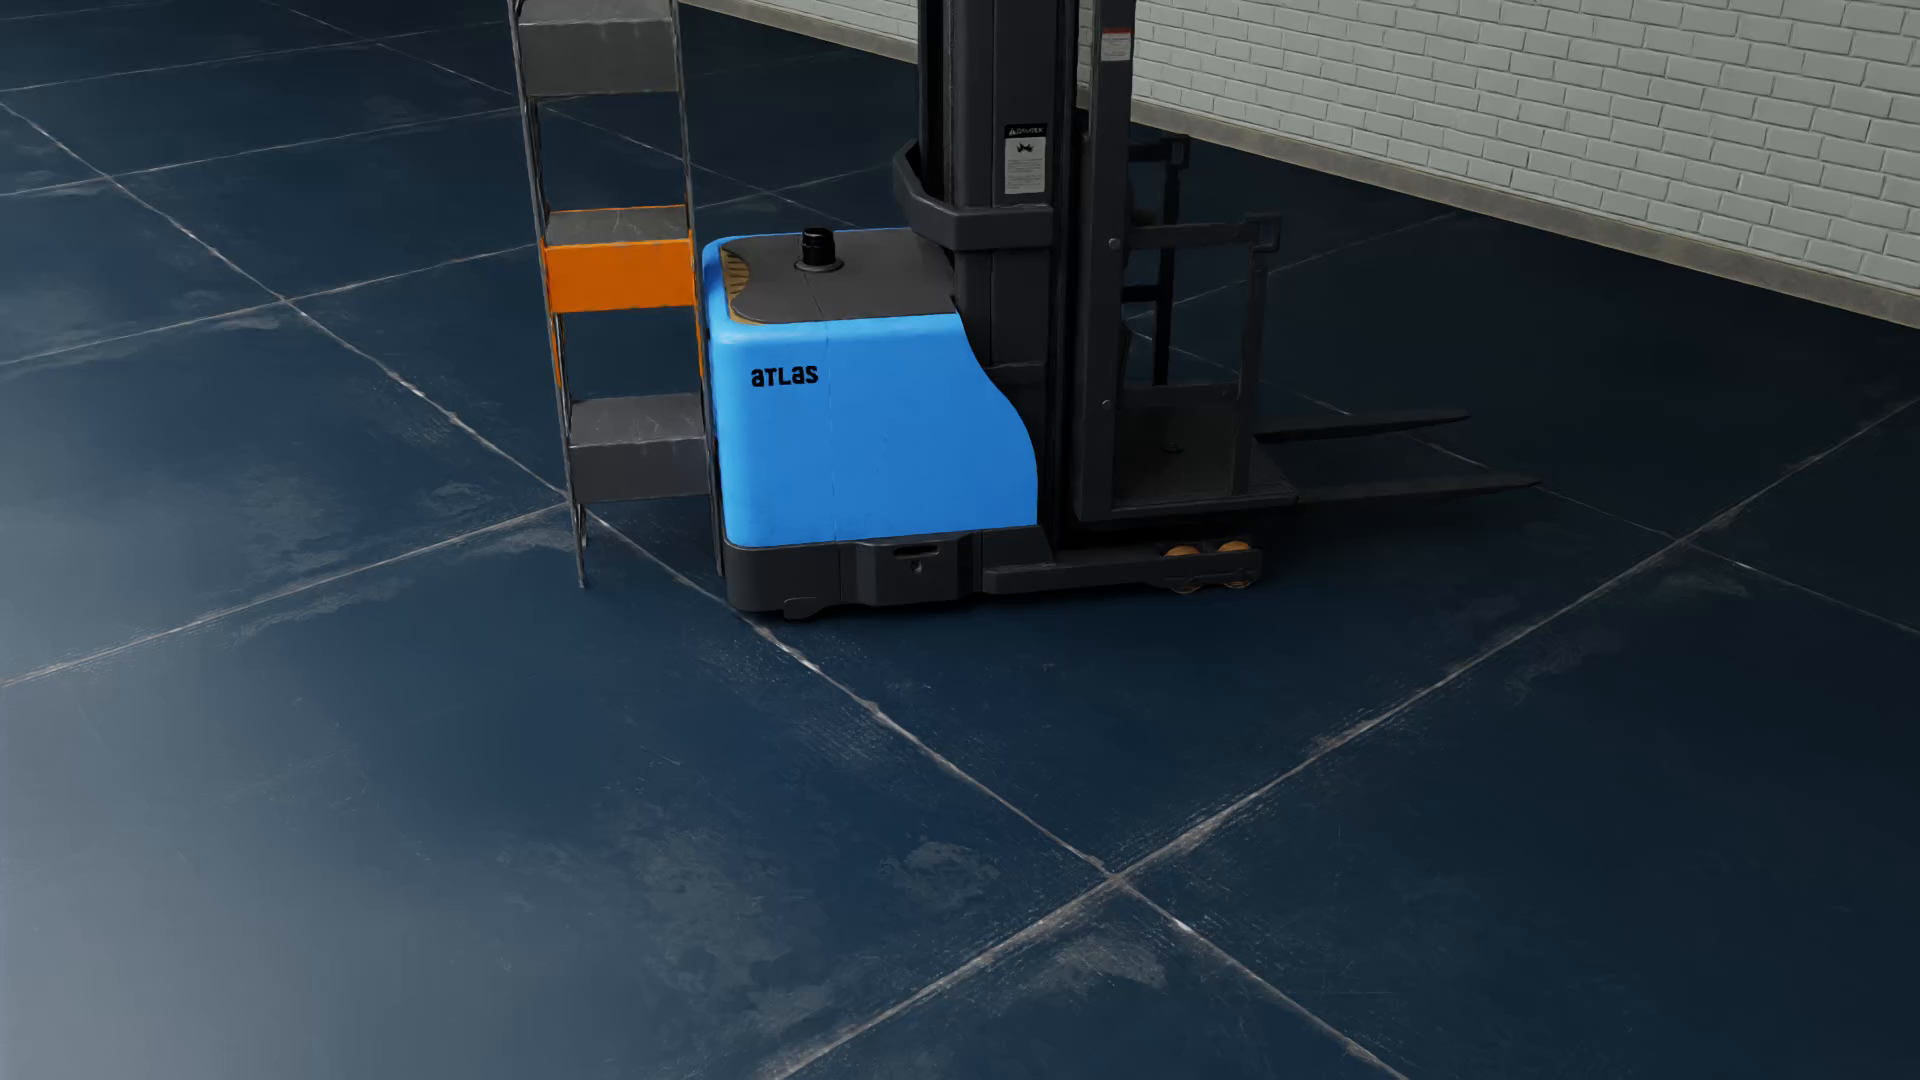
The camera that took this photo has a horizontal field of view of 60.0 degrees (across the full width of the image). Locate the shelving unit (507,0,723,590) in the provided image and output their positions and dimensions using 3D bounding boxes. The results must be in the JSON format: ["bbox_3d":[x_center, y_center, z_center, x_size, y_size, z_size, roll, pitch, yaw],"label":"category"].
[{"bbox_3d":[-1.139,-0.862,5.635,0.503,2.100,0.431,-5,28,-9],"label":"shelving unit"}]

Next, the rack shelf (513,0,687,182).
[{"bbox_3d":[-1.139,-1.467,5.312,0.480,0.518,0.431,-5,28,-9],"label":"rack shelf"}]

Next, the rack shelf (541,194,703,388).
[{"bbox_3d":[-1.139,-0.850,5.642,0.480,0.518,0.431,-5,28,-9],"label":"rack shelf"}]

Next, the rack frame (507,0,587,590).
[{"bbox_3d":[-1.379,-0.842,5.598,0.015,2.100,0.400,-5,28,-9],"label":"rack frame"}]

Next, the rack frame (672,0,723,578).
[{"bbox_3d":[-0.899,-0.882,5.673,0.015,2.100,0.400,-5,28,-9],"label":"rack frame"}]

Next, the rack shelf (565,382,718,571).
[{"bbox_3d":[-1.139,-0.233,5.972,0.480,0.518,0.431,-5,28,-9],"label":"rack shelf"}]

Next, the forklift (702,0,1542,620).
[{"bbox_3d":[0.621,-1.344,5.656,3.031,2.935,1.130,-5,28,-9],"label":"forklift"}]
